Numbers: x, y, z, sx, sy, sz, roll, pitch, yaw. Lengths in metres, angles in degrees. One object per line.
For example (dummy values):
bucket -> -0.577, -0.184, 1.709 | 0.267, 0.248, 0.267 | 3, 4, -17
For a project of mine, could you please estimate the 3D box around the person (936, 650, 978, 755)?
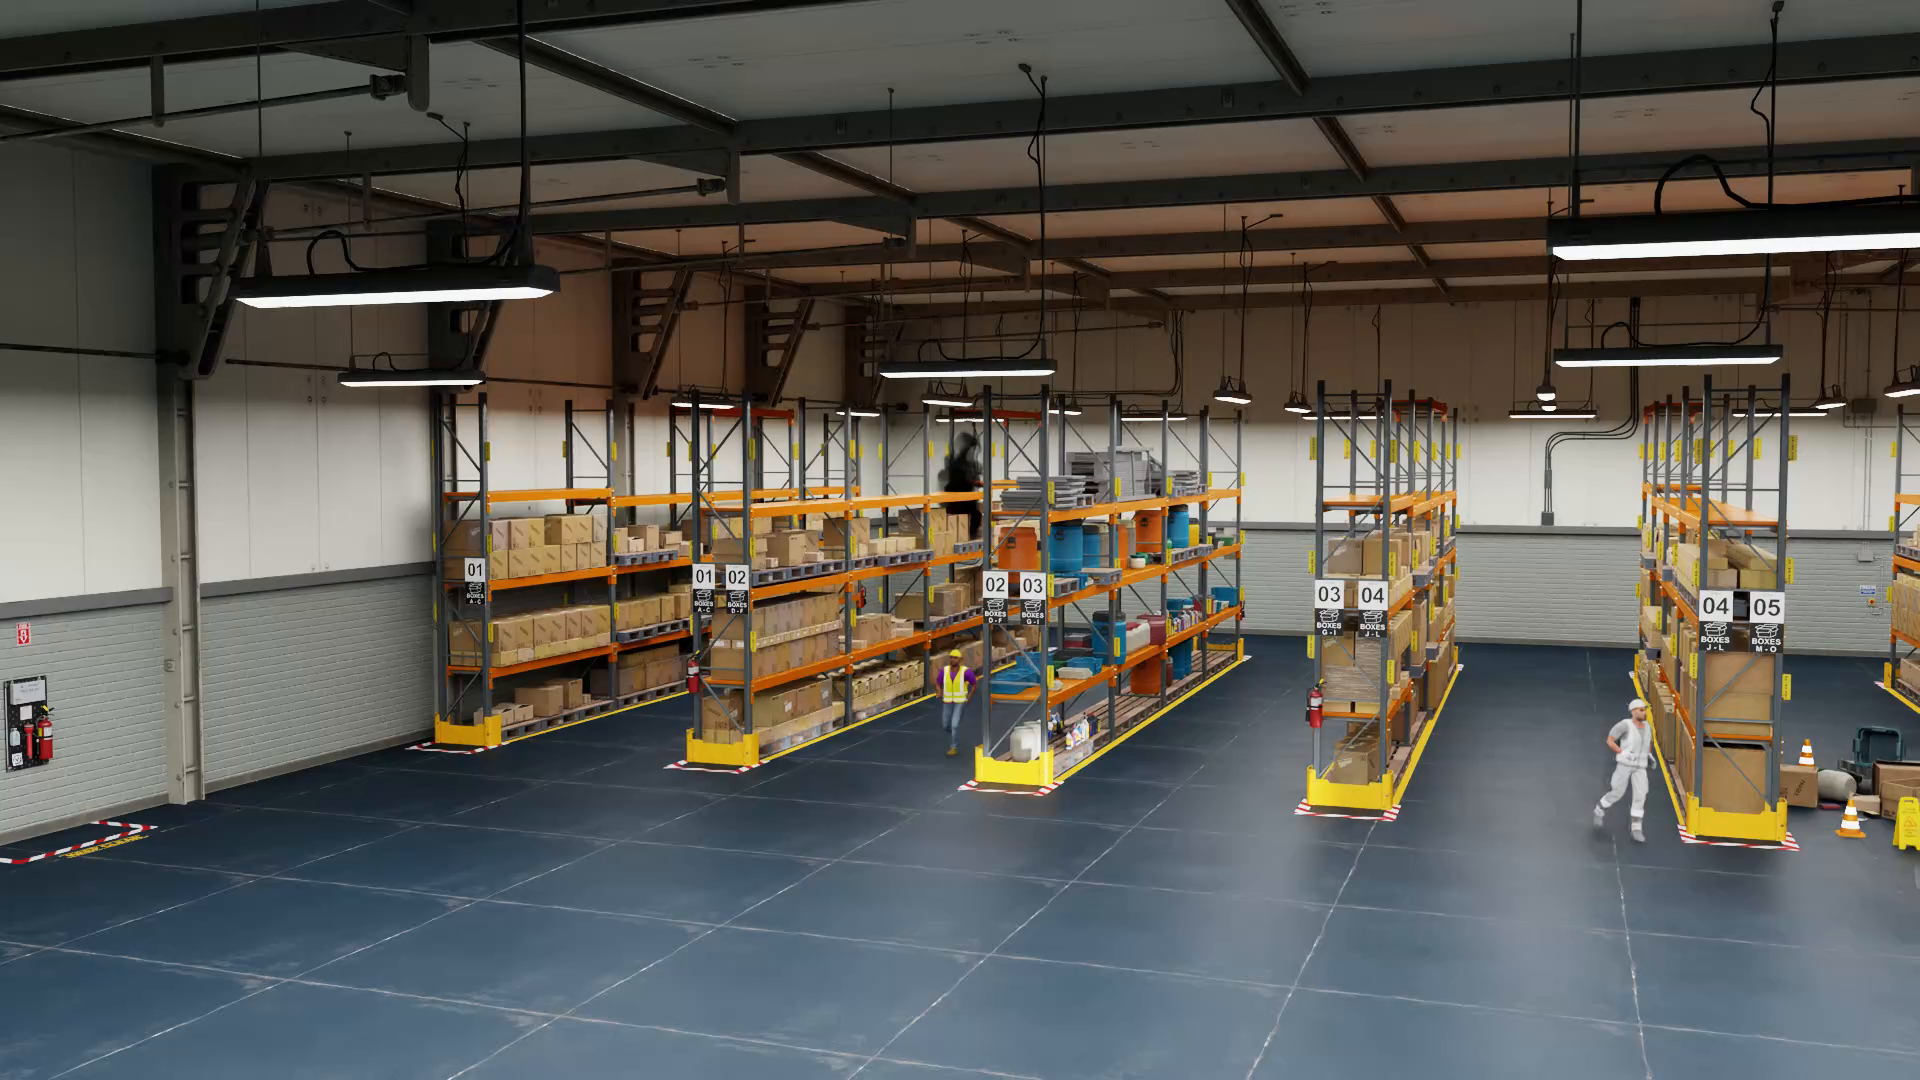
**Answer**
person -> -0.067, 2.672, 27.510 | 0.704, 1.725, 0.668 | 1, 3, 16

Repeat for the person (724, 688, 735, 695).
person -> -4.055, 2.502, 30.461 | 0.638, 1.847, 0.774 | 1, 3, 16

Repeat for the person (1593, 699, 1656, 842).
person -> 8.757, 2.951, 21.607 | 0.718, 1.763, 0.980 | 0, 3, -9
